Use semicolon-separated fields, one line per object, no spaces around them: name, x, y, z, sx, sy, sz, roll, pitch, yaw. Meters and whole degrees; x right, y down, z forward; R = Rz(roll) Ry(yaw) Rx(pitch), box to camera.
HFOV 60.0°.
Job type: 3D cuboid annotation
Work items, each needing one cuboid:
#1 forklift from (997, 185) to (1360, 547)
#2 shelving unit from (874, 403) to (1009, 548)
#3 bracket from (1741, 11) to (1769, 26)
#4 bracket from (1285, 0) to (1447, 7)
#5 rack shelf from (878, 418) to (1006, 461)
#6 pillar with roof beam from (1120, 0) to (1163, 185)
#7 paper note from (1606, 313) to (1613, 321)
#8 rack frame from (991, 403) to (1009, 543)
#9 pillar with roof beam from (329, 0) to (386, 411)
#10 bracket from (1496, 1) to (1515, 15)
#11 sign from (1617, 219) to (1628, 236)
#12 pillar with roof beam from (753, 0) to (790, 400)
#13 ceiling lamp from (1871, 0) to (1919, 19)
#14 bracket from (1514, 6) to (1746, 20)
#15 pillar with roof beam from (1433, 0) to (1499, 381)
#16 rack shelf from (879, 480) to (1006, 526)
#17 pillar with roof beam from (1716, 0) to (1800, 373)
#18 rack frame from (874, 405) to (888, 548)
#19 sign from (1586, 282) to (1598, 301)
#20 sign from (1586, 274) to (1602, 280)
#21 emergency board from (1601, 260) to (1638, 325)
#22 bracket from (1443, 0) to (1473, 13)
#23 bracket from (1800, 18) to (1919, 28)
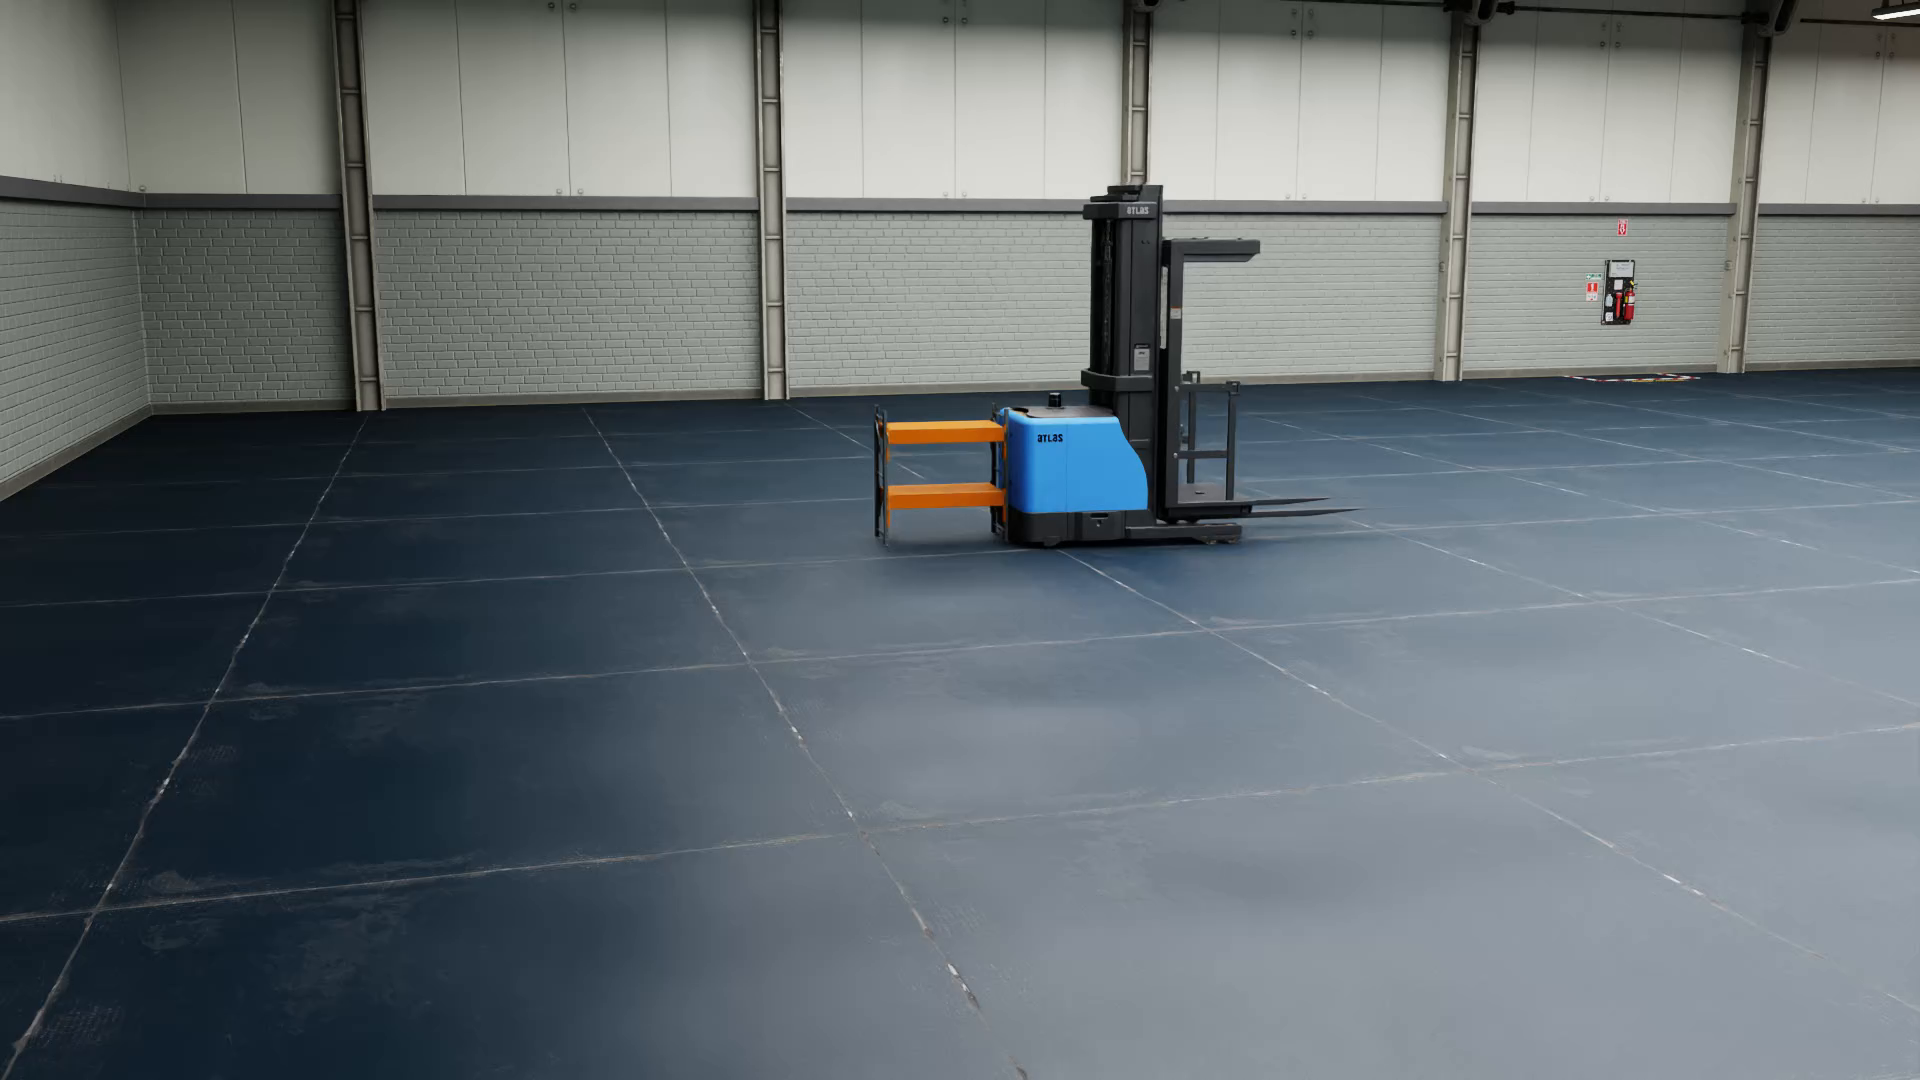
forklift;1.890;-1.496;14.080;3.031;2.935;1.130;-2;11;-11
shelving unit;-0.160;-0.554;13.950;1.048;1.125;0.538;-2;11;-12
bracket;14.084;-9.246;29.474;0.430;0.232;0.235;-3;11;-16
bracket;5.833;-8.811;27.111;4.783;0.066;0.076;-3;11;-16
rack shelf;-0.160;-0.842;13.898;1.000;0.278;0.538;-2;11;-12
pillar with roof beam;4.065;-6.203;22.885;0.548;9.000;9.100;-3;11;-16
paper note;11.811;-4.059;30.245;0.142;0.148;0.016;-3;11;-16
rack frame;0.337;-0.573;14.053;0.032;1.125;0.500;-2;11;-12
pillar with roof beam;-7.457;-5.596;19.586;0.400;9.000;9.100;-3;11;-16
bracket;9.120;-8.984;28.052;0.430;0.232;0.235;-3;11;-16
sign;11.964;-5.647;30.031;0.199;0.298;0.001;-3;11;-16
pillar with roof beam;-1.696;-5.899;21.236;0.400;9.000;9.100;-3;11;-16
ceiling lamp;14.353;-9.492;24.631;0.800;3.185;2.000;-3;11;-16
bracket;11.594;-9.115;28.761;4.783;0.066;0.076;-3;11;-16
pillar with roof beam;9.826;-6.506;24.534;0.548;9.000;9.100;-3;11;-16
rack shelf;-0.160;-0.314;13.995;1.000;0.278;0.538;-2;11;-12
pillar with roof beam;15.586;-6.810;26.184;0.548;9.000;9.100;-3;11;-16
rack frame;-0.658;-0.535;13.848;0.032;1.125;0.500;-2;11;-12
sign;11.440;-4.497;30.091;0.234;0.329;0.001;-3;11;-16
sign;11.447;-4.756;30.036;0.331;0.109;0.001;-3;11;-16
emergency board;12.000;-4.490;30.149;0.643;1.169;0.194;-3;11;-16
bracket;8.323;-8.942;27.824;0.430;0.232;0.235;-3;11;-16
bracket;17.355;-9.418;30.410;4.783;0.066;0.076;-3;11;-16
